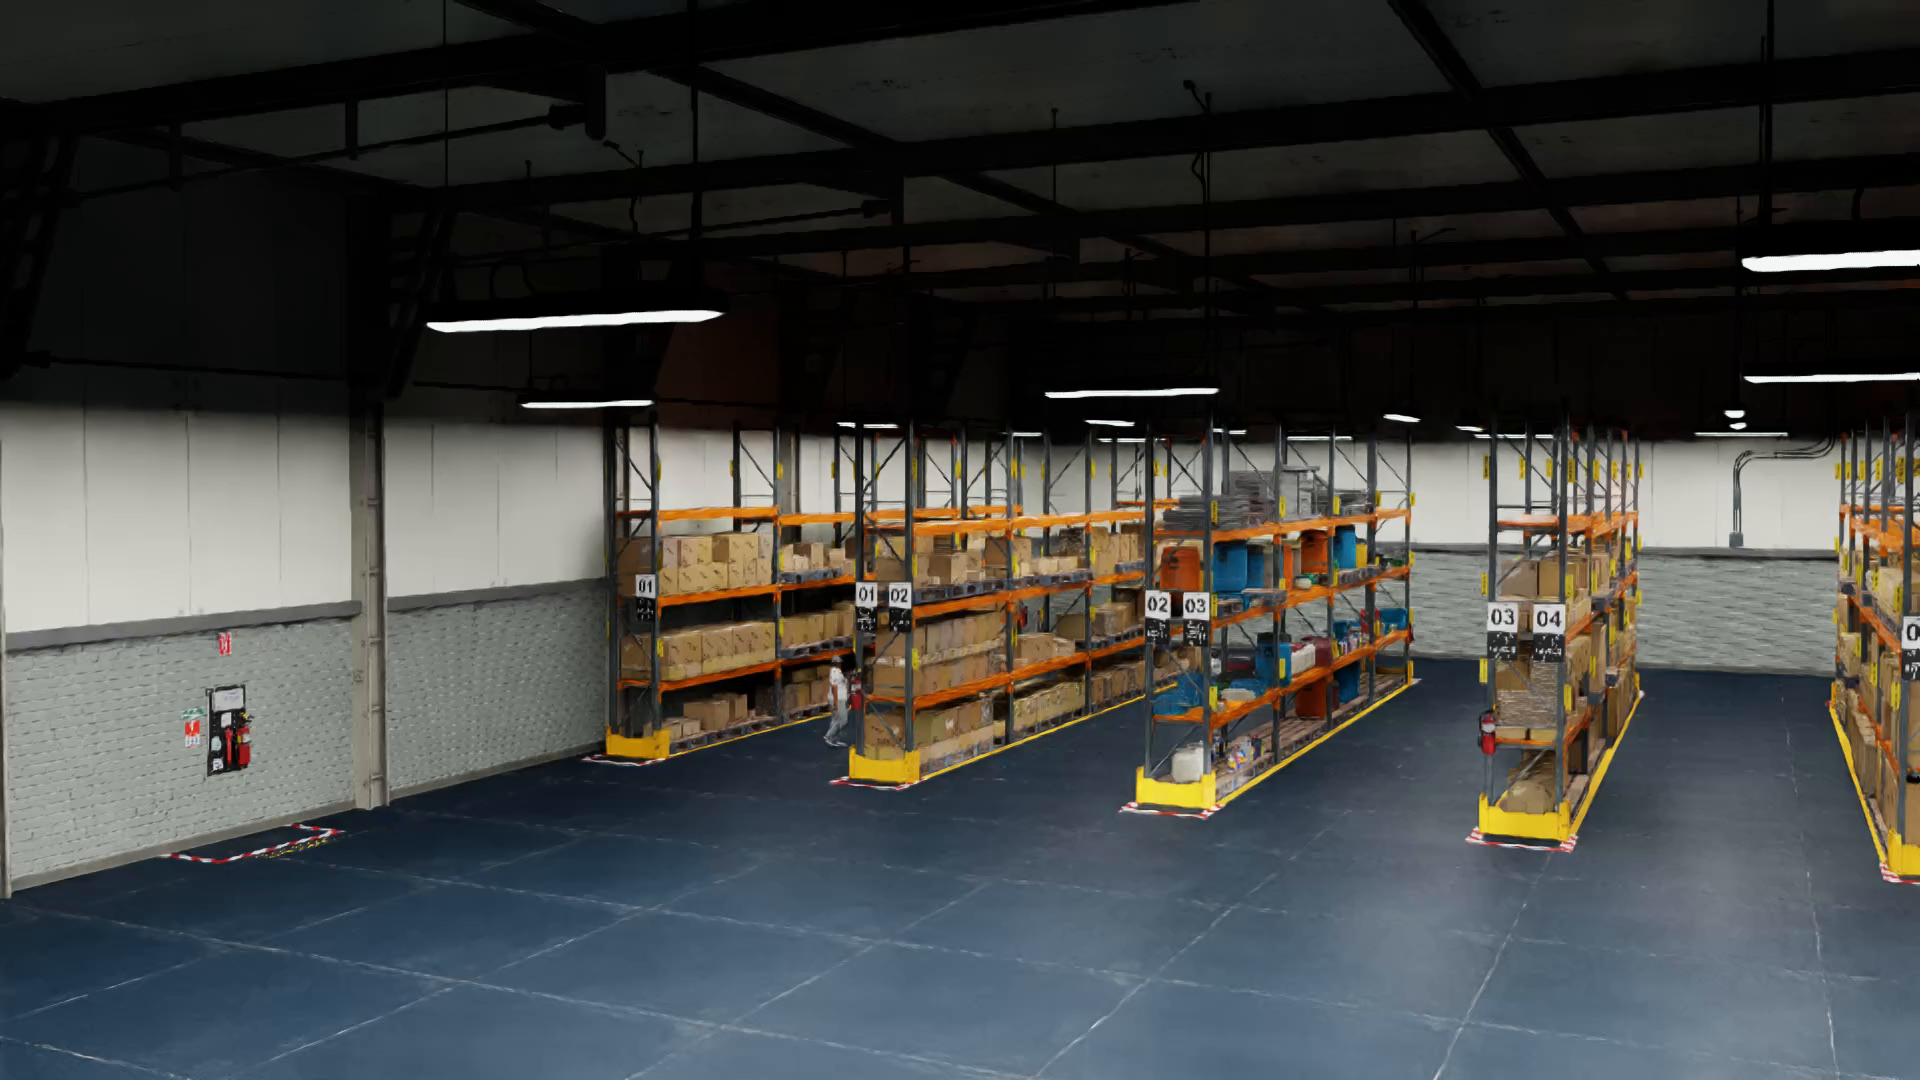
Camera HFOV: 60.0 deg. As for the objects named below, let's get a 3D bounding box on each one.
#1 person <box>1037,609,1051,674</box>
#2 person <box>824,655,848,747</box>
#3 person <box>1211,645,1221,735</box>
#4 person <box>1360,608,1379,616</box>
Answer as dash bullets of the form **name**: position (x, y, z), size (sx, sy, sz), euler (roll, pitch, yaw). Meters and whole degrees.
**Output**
- **person**: position (2.023, 2.468, 40.850), size (0.341, 1.605, 0.559), euler (1, 2, 14)
- **person**: position (-2.242, 2.913, 30.021), size (0.441, 1.655, 0.533), euler (0, 2, -5)
- **person**: position (4.807, 2.832, 31.428), size (0.572, 1.665, 0.538), euler (-2, 3, -37)
- **person**: position (10.640, 2.347, 43.204), size (0.542, 1.645, 1.126), euler (1, 3, 28)
